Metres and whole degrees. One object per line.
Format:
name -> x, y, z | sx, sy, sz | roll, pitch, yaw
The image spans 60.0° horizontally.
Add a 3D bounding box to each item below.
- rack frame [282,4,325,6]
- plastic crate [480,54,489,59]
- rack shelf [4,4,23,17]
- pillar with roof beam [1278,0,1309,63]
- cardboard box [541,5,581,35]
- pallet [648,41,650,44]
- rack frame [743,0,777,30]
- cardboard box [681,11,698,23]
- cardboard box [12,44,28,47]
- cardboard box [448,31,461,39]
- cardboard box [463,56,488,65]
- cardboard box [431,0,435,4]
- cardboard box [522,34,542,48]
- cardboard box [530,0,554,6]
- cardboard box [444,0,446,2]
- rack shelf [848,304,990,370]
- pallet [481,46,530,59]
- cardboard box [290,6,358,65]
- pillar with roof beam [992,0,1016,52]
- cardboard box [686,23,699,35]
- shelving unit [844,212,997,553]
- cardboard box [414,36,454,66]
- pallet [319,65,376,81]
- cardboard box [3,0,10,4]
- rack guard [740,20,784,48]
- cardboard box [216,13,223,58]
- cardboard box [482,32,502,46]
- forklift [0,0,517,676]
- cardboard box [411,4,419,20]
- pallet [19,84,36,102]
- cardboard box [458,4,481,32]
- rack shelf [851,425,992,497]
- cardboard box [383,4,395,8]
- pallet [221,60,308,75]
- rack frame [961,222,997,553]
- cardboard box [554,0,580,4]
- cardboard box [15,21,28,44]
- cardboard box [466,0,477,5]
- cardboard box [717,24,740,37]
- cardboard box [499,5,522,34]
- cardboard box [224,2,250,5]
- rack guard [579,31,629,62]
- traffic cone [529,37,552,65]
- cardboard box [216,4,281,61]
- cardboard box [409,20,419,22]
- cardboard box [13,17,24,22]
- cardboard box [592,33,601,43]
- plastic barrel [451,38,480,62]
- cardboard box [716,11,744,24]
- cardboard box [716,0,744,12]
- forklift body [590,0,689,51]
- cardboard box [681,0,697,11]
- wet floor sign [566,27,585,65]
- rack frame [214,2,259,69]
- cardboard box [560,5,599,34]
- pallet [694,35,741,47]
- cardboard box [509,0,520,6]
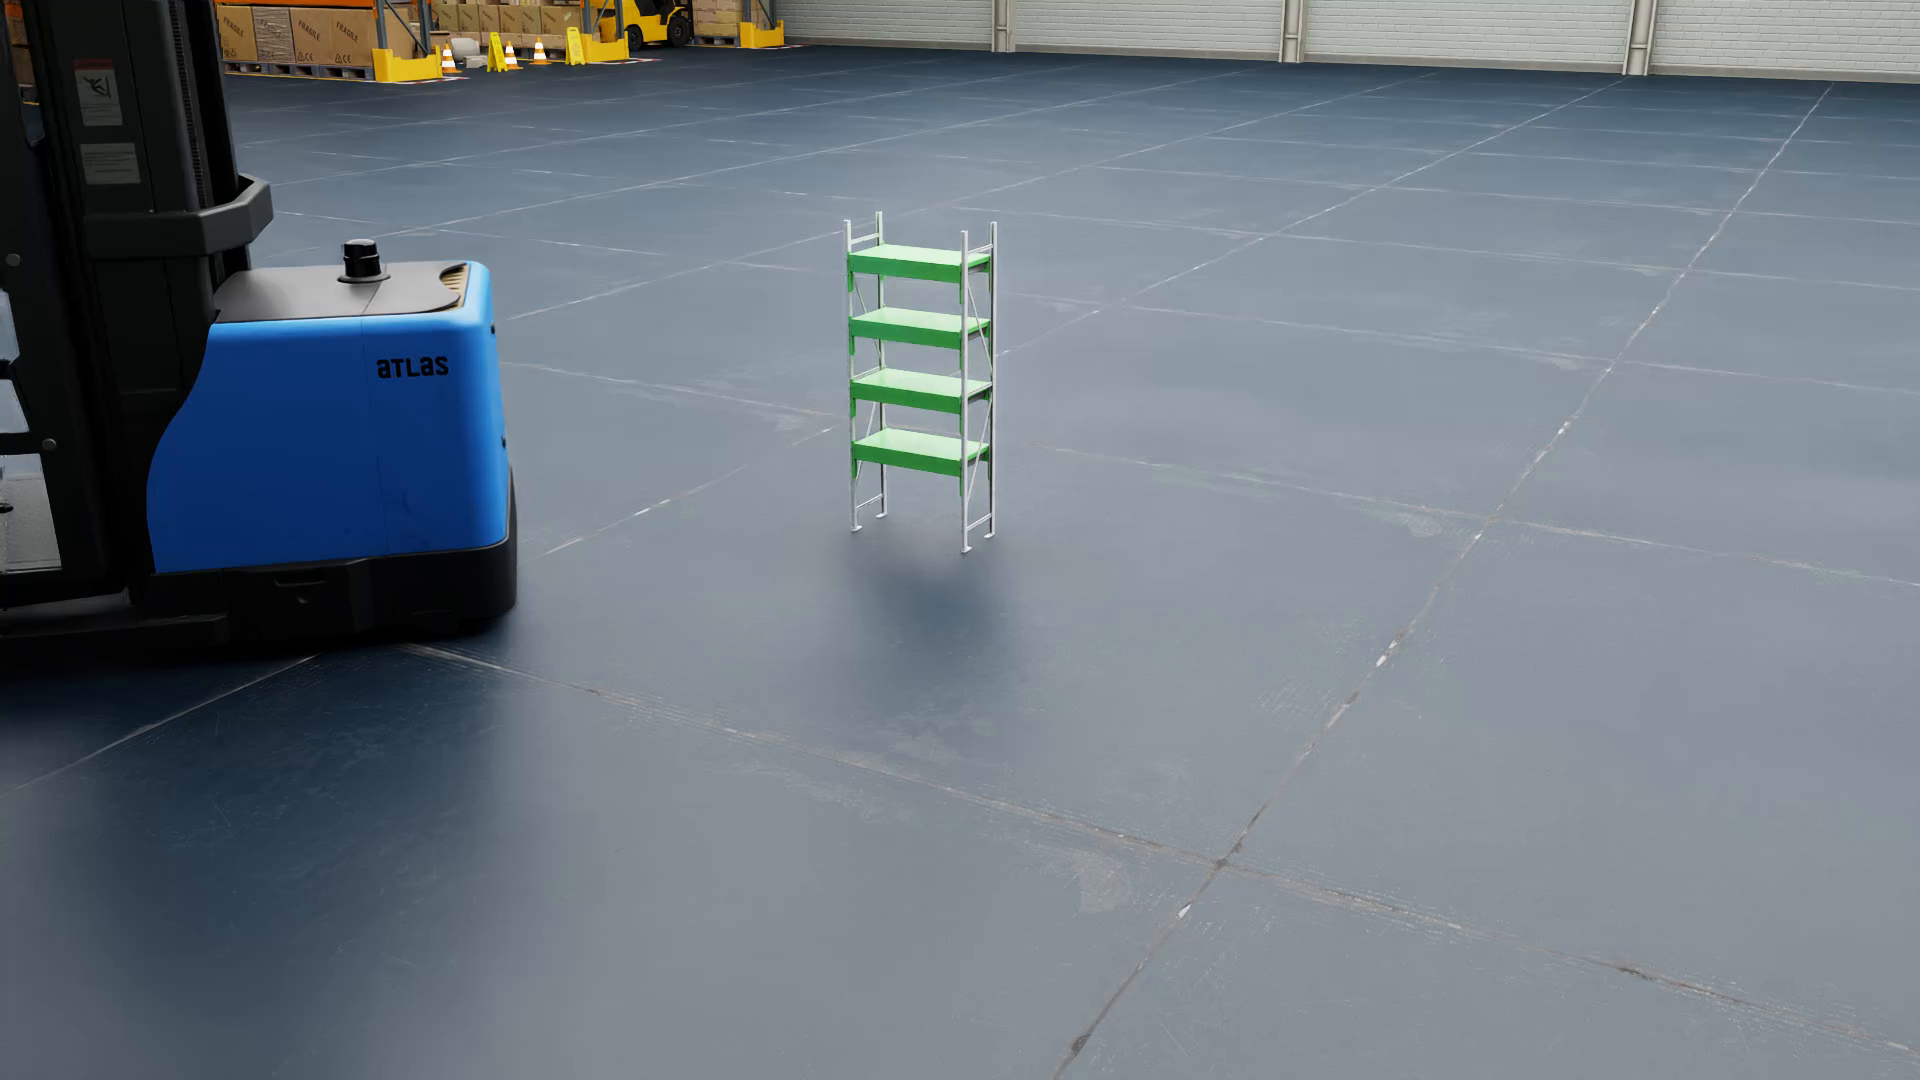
rack frame -> -13.592, -11.697, 34.213 | 0.127, 3.000, 1.000 | 11, 23, 27
plastic crate -> -9.130, -9.154, 31.484 | 0.583, 0.080, 0.402 | 3, 20, 9
rack shelf -> -13.187, -7.411, 23.452 | 4.000, 0.370, 1.077 | 11, 23, 27
pillar with roof beam -> 4.018, -11.772, 25.622 | 0.400, 9.000, 9.100 | 11, 23, 27
cardboard box -> -7.435, -9.680, 30.968 | 0.500, 0.500, 0.500 | 11, 23, 28
pallet -> -7.009, -11.055, 36.531 | 1.213, 0.211, 1.003 | 11, 23, 27
rack frame -> -4.191, -11.845, 34.621 | 0.127, 3.000, 1.000 | 11, 23, 27
cardboard box -> -5.662, -11.139, 35.358 | 0.500, 0.250, 0.500 | 10, 22, 26
cardboard box -> -13.520, -6.853, 23.908 | 0.500, 0.500, 0.500 | 9, 22, 23
cardboard box -> -9.717, -9.758, 32.284 | 0.500, 0.250, 0.500 | 10, 22, 25
cardboard box -> -8.737, -8.643, 29.974 | 0.380, 0.149, 0.250 | -11, 23, -29
cardboard box -> -12.191, -12.603, 38.808 | 0.250, 0.149, 0.380 | 10, 22, 26
cardboard box -> -7.894, -9.415, 31.336 | 0.500, 0.250, 0.500 | 11, 23, 27
cardboard box -> -7.788, -10.026, 30.971 | 0.250, 0.149, 0.380 | 12, 23, 29
cardboard box -> -11.730, -12.510, 38.551 | 0.250, 0.149, 0.380 | 10, 22, 25
rack shelf -> -0.145, -0.757, 6.176 | 0.480, 0.148, 0.258 | 11, 23, 27
pallet -> -8.428, -9.417, 32.018 | 1.213, 0.211, 1.003 | 11, 23, 27
cardboard box -> -10.328, -8.314, 27.386 | 0.875, 0.875, 0.875 | 10, 22, 26
pillar with roof beam -> -1.221, -12.770, 28.373 | 0.400, 9.000, 9.100 | 11, 23, 27
cardboard box -> -5.617, -10.905, 35.447 | 0.500, 0.250, 0.500 | 11, 23, 28
shelving unit -> -0.145, -0.592, 6.236 | 0.503, 1.200, 0.258 | 11, 23, 27
cardboard box -> -9.376, -8.732, 29.699 | 0.637, 0.503, 0.797 | -4, 20, -10
pallet -> -9.670, -7.675, 27.215 | 1.213, 0.211, 1.003 | 11, 23, 27
cardboard box -> -13.152, -7.503, 23.018 | 0.250, 0.149, 0.380 | 11, 23, 27
rack guard -> -4.170, -10.666, 35.036 | 0.348, 0.500, 1.175 | 11, 23, 27
cardboard box -> -13.012, -8.758, 28.793 | 0.750, 0.750, 1.050 | 11, 23, 27
cardboard box -> -8.781, -9.586, 31.808 | 0.500, 0.250, 0.500 | 10, 22, 27
forklift -> -3.059, -1.114, 5.139 | 3.031, 2.935, 1.130 | -5, 20, -13
cardboard box -> -12.539, -12.377, 39.136 | 0.500, 0.500, 0.500 | 12, 23, 30
pallet -> -13.261, -6.467, 23.884 | 1.213, 0.211, 1.003 | 11, 23, 27
cardboard box -> -9.244, -10.025, 31.921 | 0.500, 0.500, 0.500 | 12, 23, 29
rack shelf -> -0.145, -0.306, 6.340 | 0.480, 0.148, 0.258 | 11, 23, 27
cardboard box -> -13.451, -12.546, 39.602 | 0.500, 0.500, 0.500 | 10, 22, 26
pallet -> -11.801, -8.081, 28.333 | 1.213, 0.211, 1.003 | 11, 23, 27
rack frame -> 0.069, -0.551, 6.125 | 0.015, 1.200, 0.240 | 11, 23, 27
cardboard box -> -8.818, -11.806, 37.380 | 0.625, 0.625, 0.875 | 11, 22, 27
cardboard box -> -17.072, -9.348, 30.787 | 0.500, 0.500, 0.500 | 12, 23, 29
cardboard box -> -9.188, -10.292, 31.705 | 0.250, 0.149, 0.380 | 12, 23, 29
cardboard box -> -4.755, -10.734, 34.974 | 0.500, 0.250, 0.500 | 11, 23, 28
cardboard box -> -8.329, -9.852, 31.442 | 0.500, 0.500, 0.500 | 10, 22, 26
cardboard box -> -14.932, -11.185, 35.301 | 0.875, 0.875, 0.875 | 11, 23, 28
rack guard -> -6.675, -9.204, 31.007 | 0.348, 0.500, 1.175 | 11, 23, 27
traffic cone -> -7.613, -8.862, 30.116 | 0.334, 0.463, 0.336 | 11, 23, 27
cardboard box -> -11.911, -8.615, 28.215 | 0.875, 0.875, 0.875 | 11, 23, 28
cardboard box -> -11.189, -10.199, 33.321 | 0.625, 0.372, 0.950 | 12, 23, 31
cardboard box -> -17.089, -9.698, 30.652 | 0.500, 0.250, 0.500 | 11, 23, 28
cardboard box -> -7.178, -9.488, 31.539 | 0.500, 0.250, 0.500 | 11, 22, 27
plastic barrel -> -9.150, -9.049, 30.689 | 0.512, 0.421, 0.421 | -7, 21, -20
cardboard box -> -4.768, -10.973, 34.899 | 0.500, 0.250, 0.500 | 10, 22, 27
cardboard box -> -4.745, -11.204, 34.803 | 0.500, 0.250, 0.500 | 12, 23, 29
forklift body -> -6.736, -11.218, 34.138 | 1.214, 2.155, 2.313 | 11, 23, 27
cardboard box -> -5.639, -11.368, 35.255 | 0.500, 0.250, 0.500 | 11, 23, 28
wet floor sign -> -6.964, -8.910, 29.982 | 0.267, 0.644, 0.232 | -16, 26, -38
rack frame -> -12.426, -9.542, 28.270 | 0.127, 3.000, 1.000 | 11, 23, 27
cardboard box -> -7.199, -9.844, 31.422 | 0.500, 0.500, 0.500 | 10, 22, 26
pallet -> -4.879, -10.649, 35.413 | 1.213, 0.211, 1.003 | 11, 23, 27
cardboard box -> -8.235, -10.113, 31.211 | 0.250, 0.149, 0.380 | 12, 23, 30
